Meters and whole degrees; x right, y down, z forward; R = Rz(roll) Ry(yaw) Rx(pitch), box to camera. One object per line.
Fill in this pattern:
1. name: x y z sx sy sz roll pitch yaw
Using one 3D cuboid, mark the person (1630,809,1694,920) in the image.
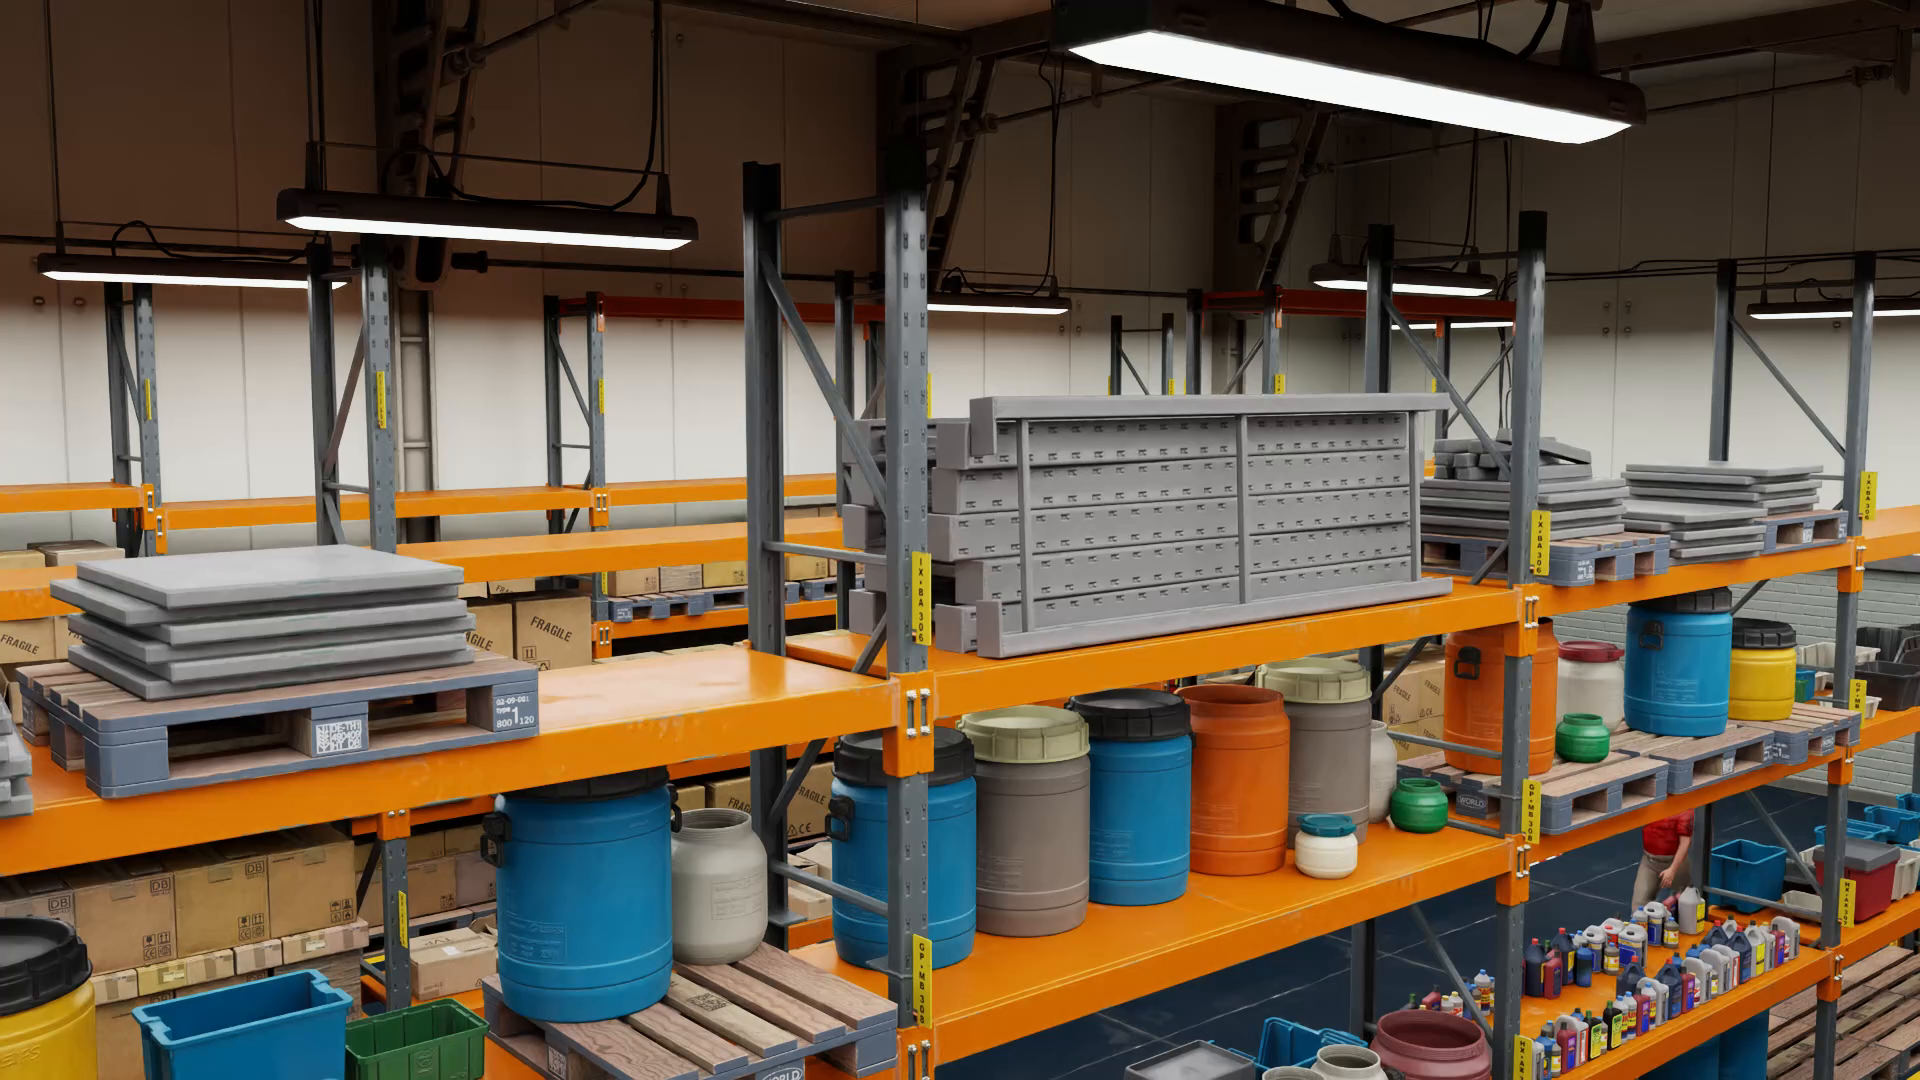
1. person: 6.277 2.892 14.823 1.084 1.658 0.527 -4 7 -39
